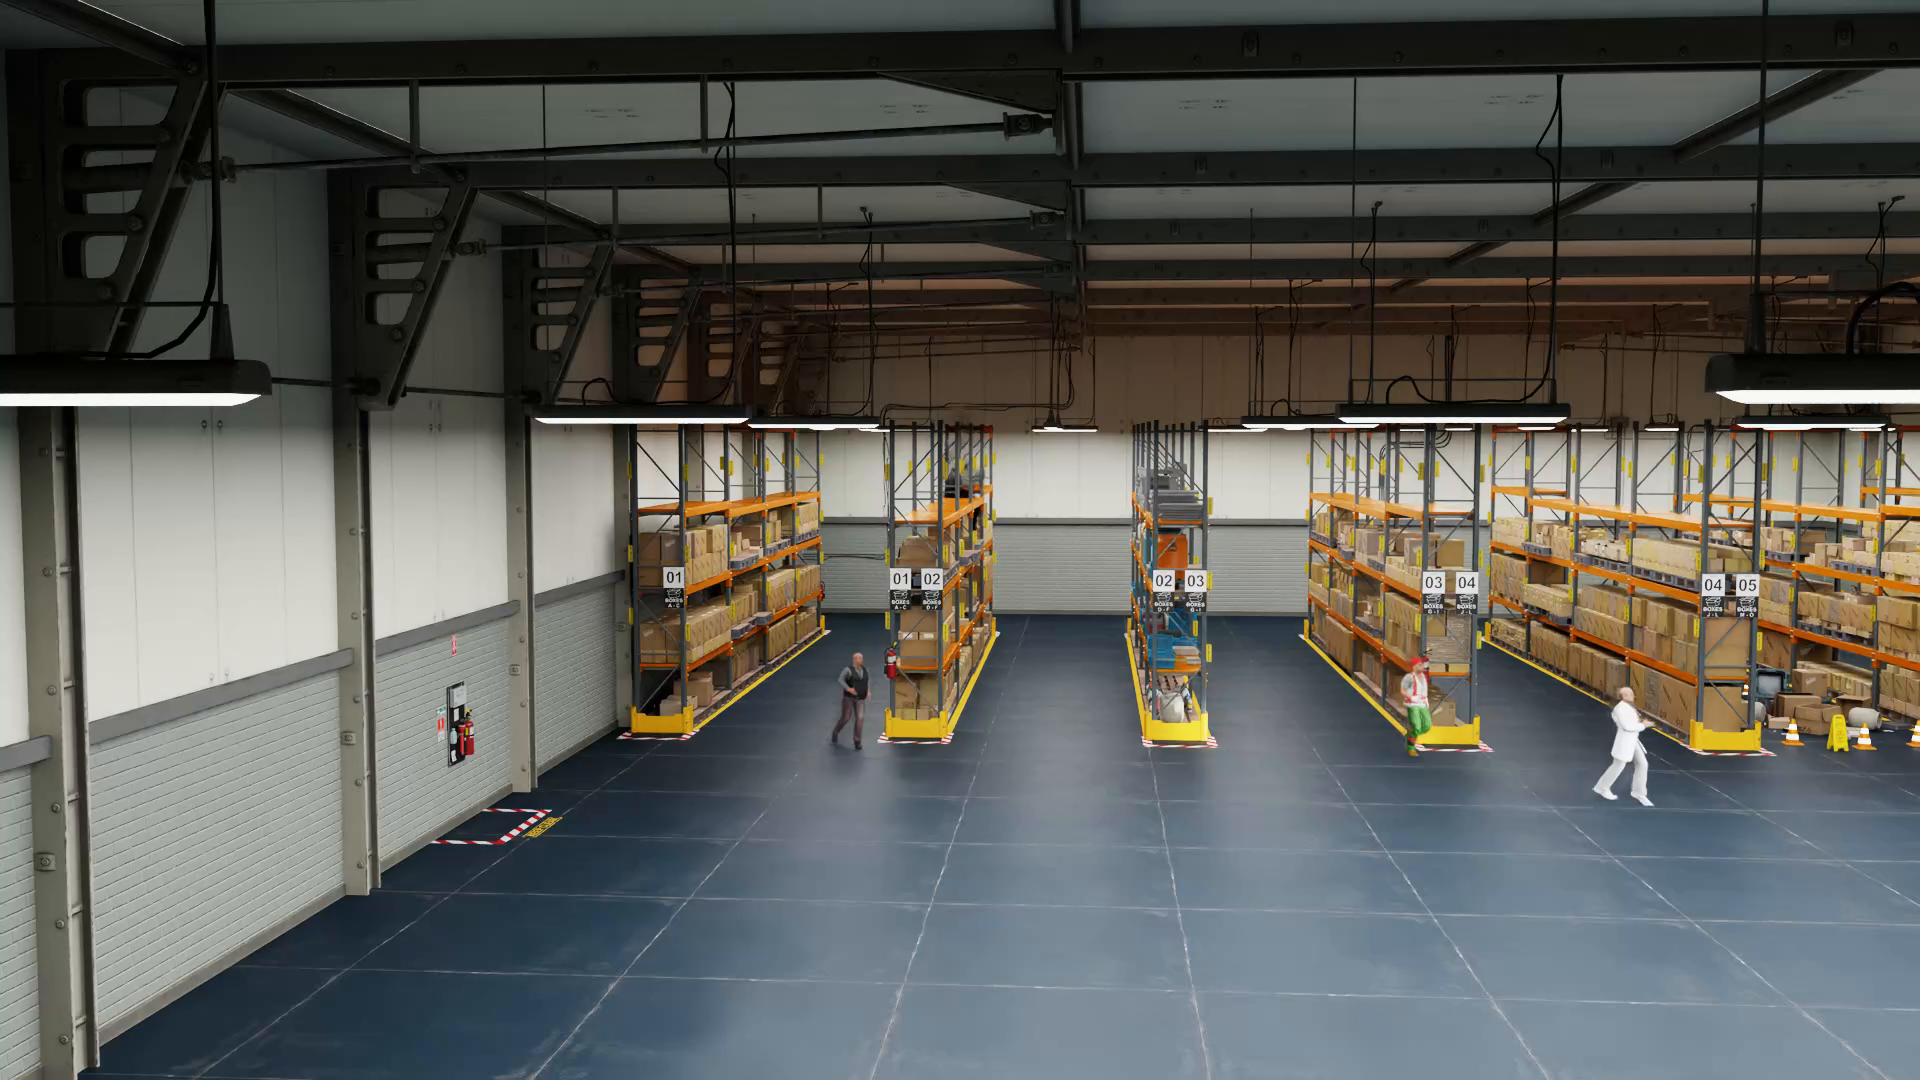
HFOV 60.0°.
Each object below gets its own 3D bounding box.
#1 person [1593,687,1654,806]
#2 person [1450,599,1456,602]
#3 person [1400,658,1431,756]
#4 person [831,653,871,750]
[{"bbox_3d":[10.307,3.197,25.797,0.866,1.846,0.676,3,5,37],"label":"person"},{"bbox_3d":[13.438,2.006,45.895,0.594,1.711,0.767,1,4,14],"label":"person"},{"bbox_3d":[8.169,2.975,29.740,0.674,1.748,0.608,-2,4,-29],"label":"person"},{"bbox_3d":[-1.907,2.930,30.528,0.726,1.705,0.949,-2,4,-27],"label":"person"}]
